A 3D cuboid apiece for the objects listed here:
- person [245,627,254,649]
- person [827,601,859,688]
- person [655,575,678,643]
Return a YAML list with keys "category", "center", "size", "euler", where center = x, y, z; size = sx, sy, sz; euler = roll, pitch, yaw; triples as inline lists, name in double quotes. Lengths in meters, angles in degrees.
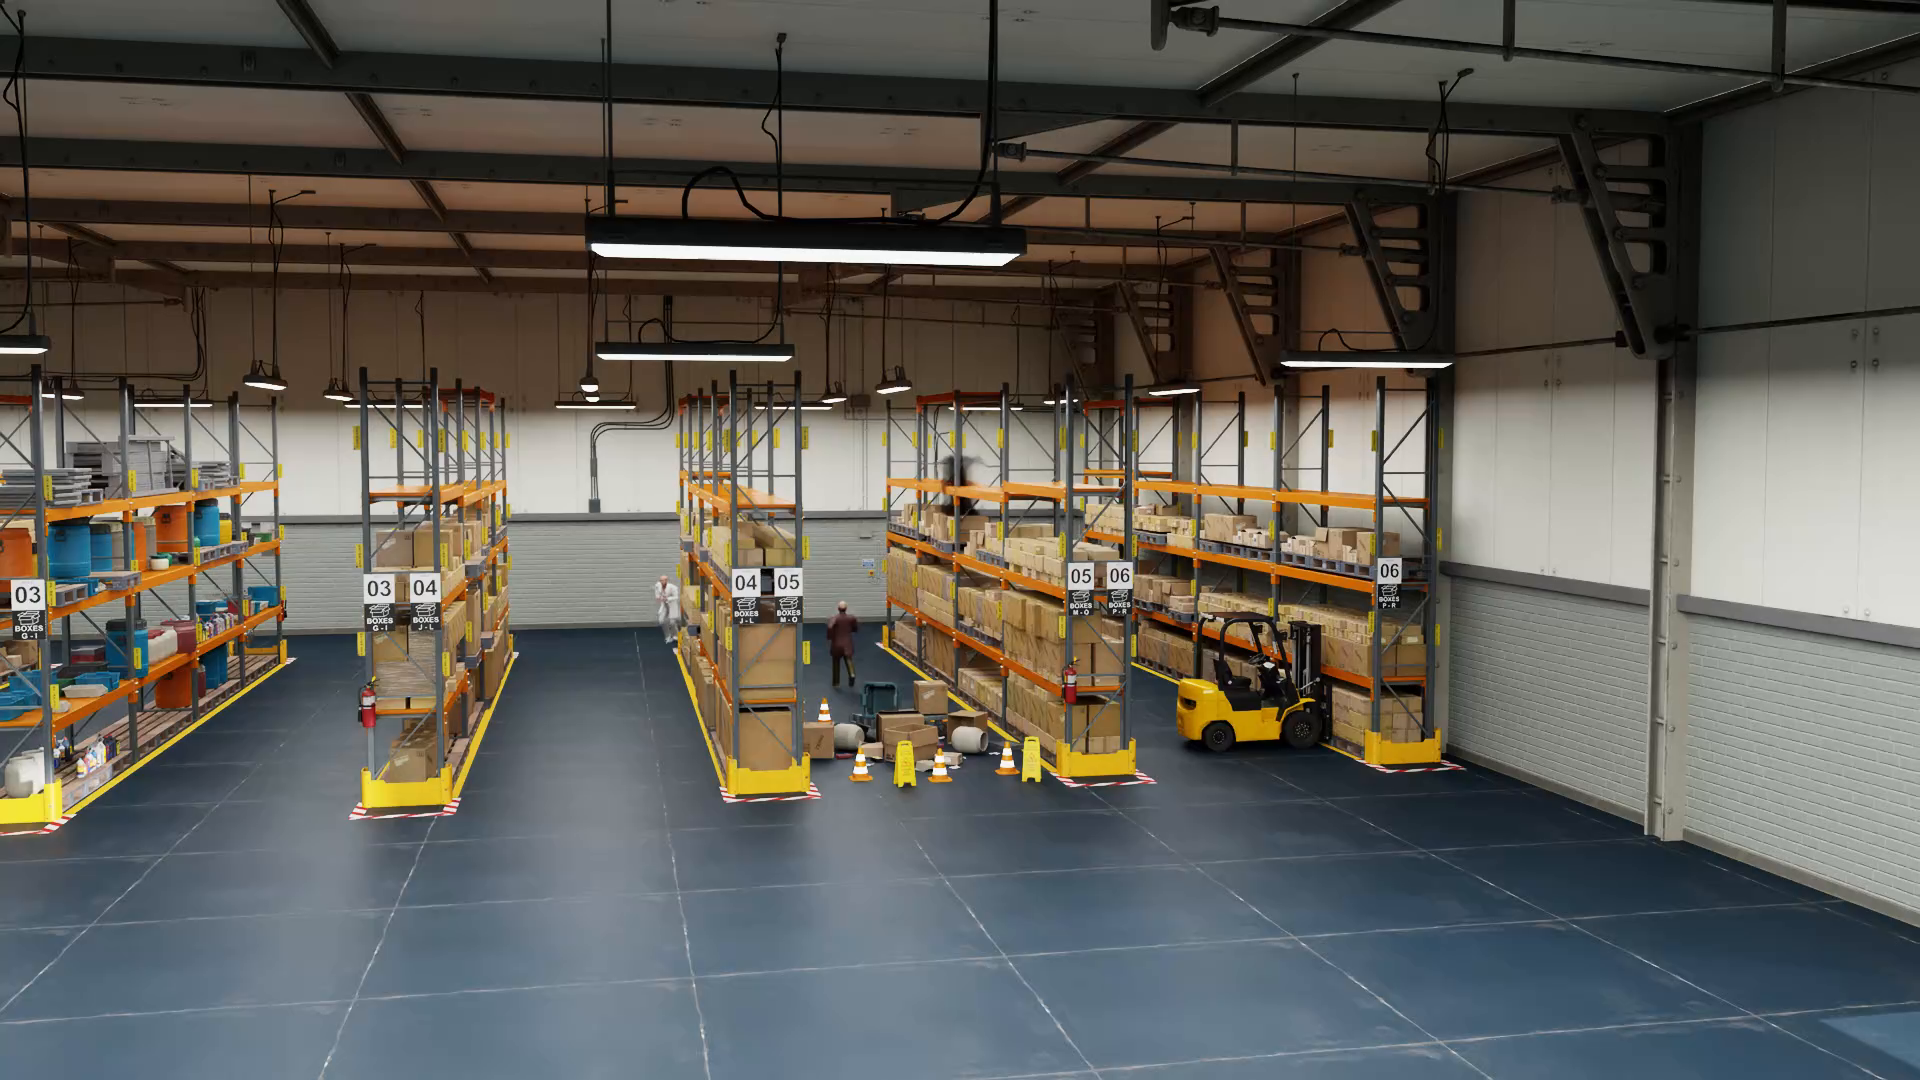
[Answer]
- category: "person"
  center: [-16.448, 1.926, 38.457]
  size: [0.665, 1.577, 0.783]
  euler: [3, 4, 37]
- category: "person"
  center: [-2.375, 2.102, 33.460]
  size: [0.723, 1.750, 1.063]
  euler: [-1, 4, -20]
- category: "person"
  center: [-7.260, 1.734, 41.238]
  size: [0.734, 1.761, 0.989]
  euler: [1, 4, 18]
